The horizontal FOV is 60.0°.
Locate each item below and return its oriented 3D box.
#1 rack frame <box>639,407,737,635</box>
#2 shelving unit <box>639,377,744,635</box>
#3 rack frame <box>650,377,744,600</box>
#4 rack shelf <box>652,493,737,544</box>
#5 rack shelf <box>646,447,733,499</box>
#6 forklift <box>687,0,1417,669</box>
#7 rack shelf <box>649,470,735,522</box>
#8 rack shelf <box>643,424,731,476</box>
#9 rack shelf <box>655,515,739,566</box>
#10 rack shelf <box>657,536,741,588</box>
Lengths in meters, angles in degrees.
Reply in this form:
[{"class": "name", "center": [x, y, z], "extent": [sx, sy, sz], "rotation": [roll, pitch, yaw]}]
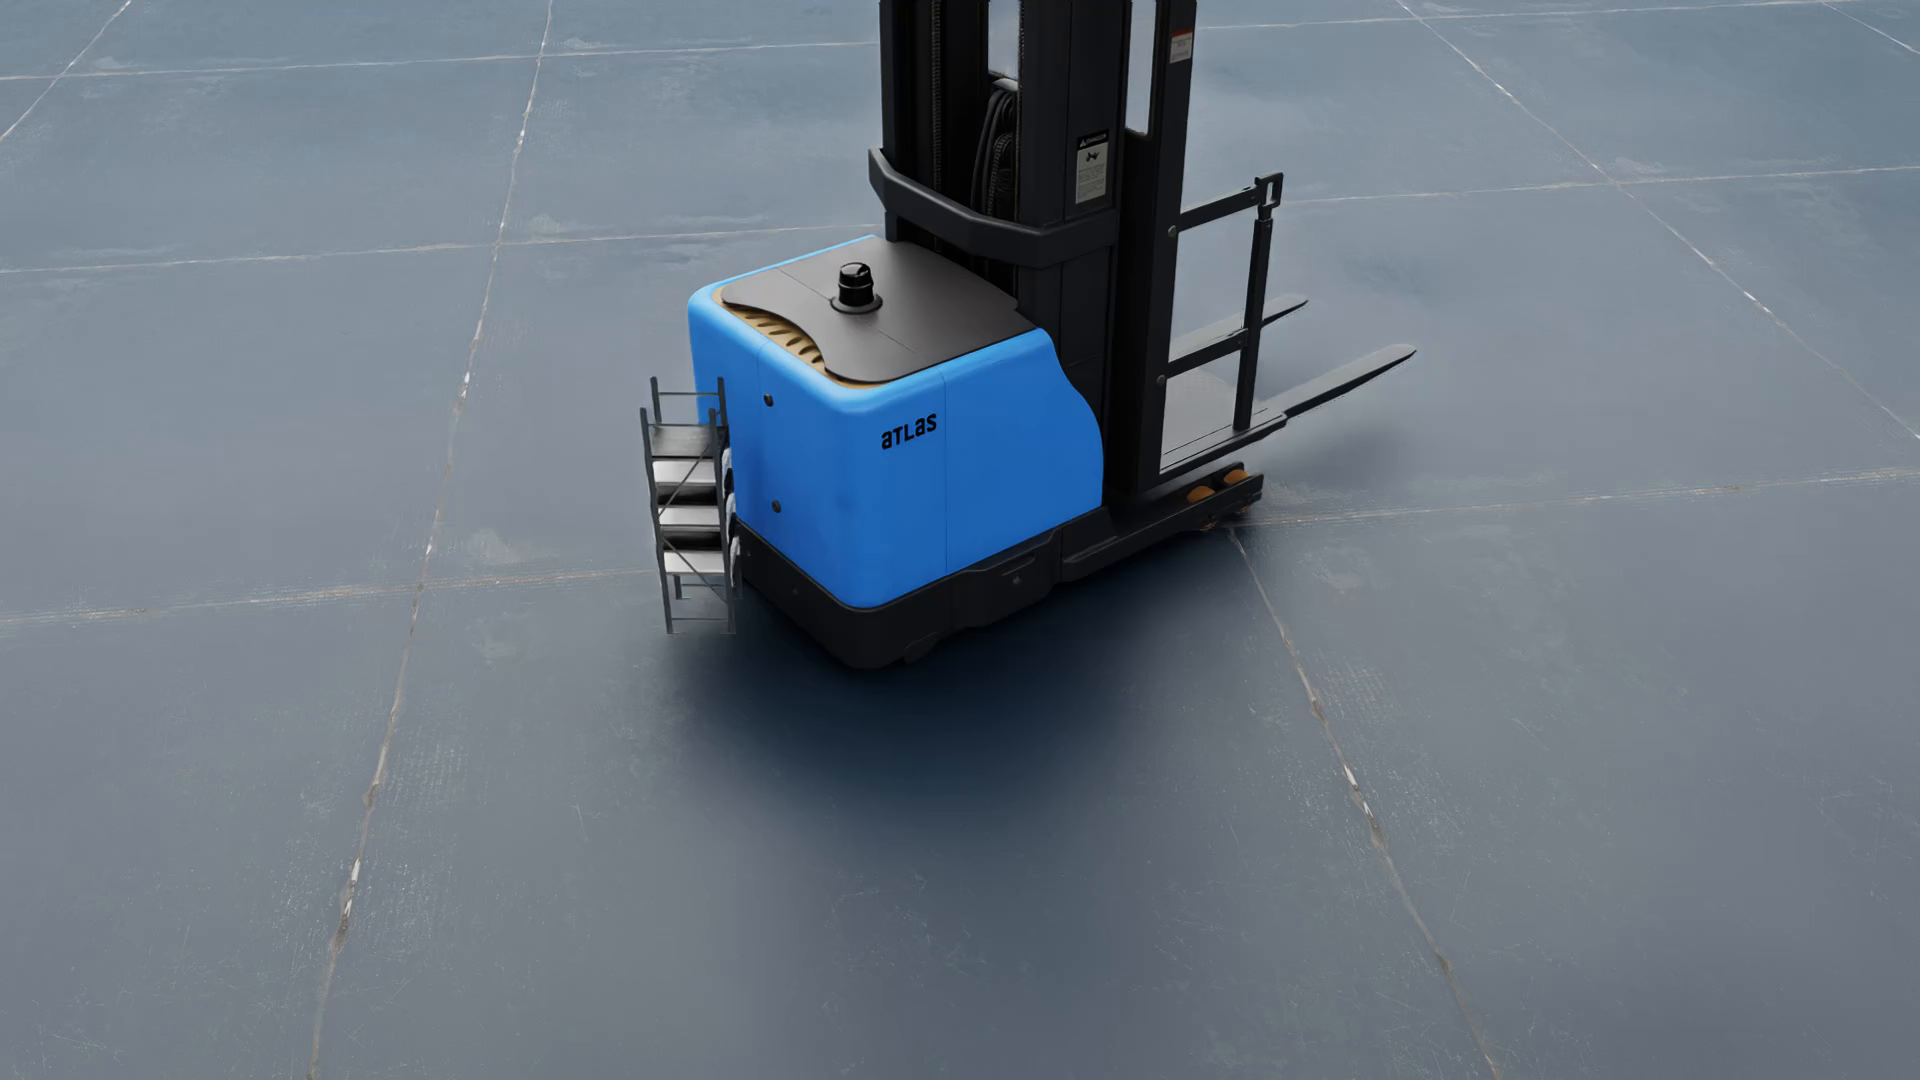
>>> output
[{"class": "rack frame", "center": [-0.895, -0.045, 5.517], "extent": [0.240, 0.900, 0.006], "rotation": [0, 34, 1]}, {"class": "shelving unit", "center": [-0.894, -0.103, 5.601], "extent": [0.258, 0.900, 0.210], "rotation": [0, 34, 1]}, {"class": "rack frame", "center": [-0.893, -0.160, 5.685], "extent": [0.240, 0.900, 0.006], "rotation": [0, 34, 1]}, {"class": "rack shelf", "center": [-0.894, -0.075, 5.620], "extent": [0.258, 0.077, 0.200], "rotation": [0, 34, 1]}, {"class": "rack shelf", "center": [-0.894, -0.224, 5.519], "extent": [0.258, 0.077, 0.200], "rotation": [0, 34, 1]}, {"class": "forklift", "center": [0.540, -1.458, 5.787], "extent": [3.031, 2.935, 1.130], "rotation": [-24, 41, -31]}, {"class": "rack shelf", "center": [-0.894, -0.149, 5.569], "extent": [0.258, 0.077, 0.200], "rotation": [0, 34, 1]}, {"class": "rack shelf", "center": [-0.894, -0.298, 5.468], "extent": [0.258, 0.077, 0.200], "rotation": [0, 34, 1]}, {"class": "rack shelf", "center": [-0.894, -0.001, 5.671], "extent": [0.258, 0.077, 0.200], "rotation": [0, 34, 1]}, {"class": "rack shelf", "center": [-0.894, 0.074, 5.721], "extent": [0.258, 0.077, 0.200], "rotation": [0, 34, 1]}]
